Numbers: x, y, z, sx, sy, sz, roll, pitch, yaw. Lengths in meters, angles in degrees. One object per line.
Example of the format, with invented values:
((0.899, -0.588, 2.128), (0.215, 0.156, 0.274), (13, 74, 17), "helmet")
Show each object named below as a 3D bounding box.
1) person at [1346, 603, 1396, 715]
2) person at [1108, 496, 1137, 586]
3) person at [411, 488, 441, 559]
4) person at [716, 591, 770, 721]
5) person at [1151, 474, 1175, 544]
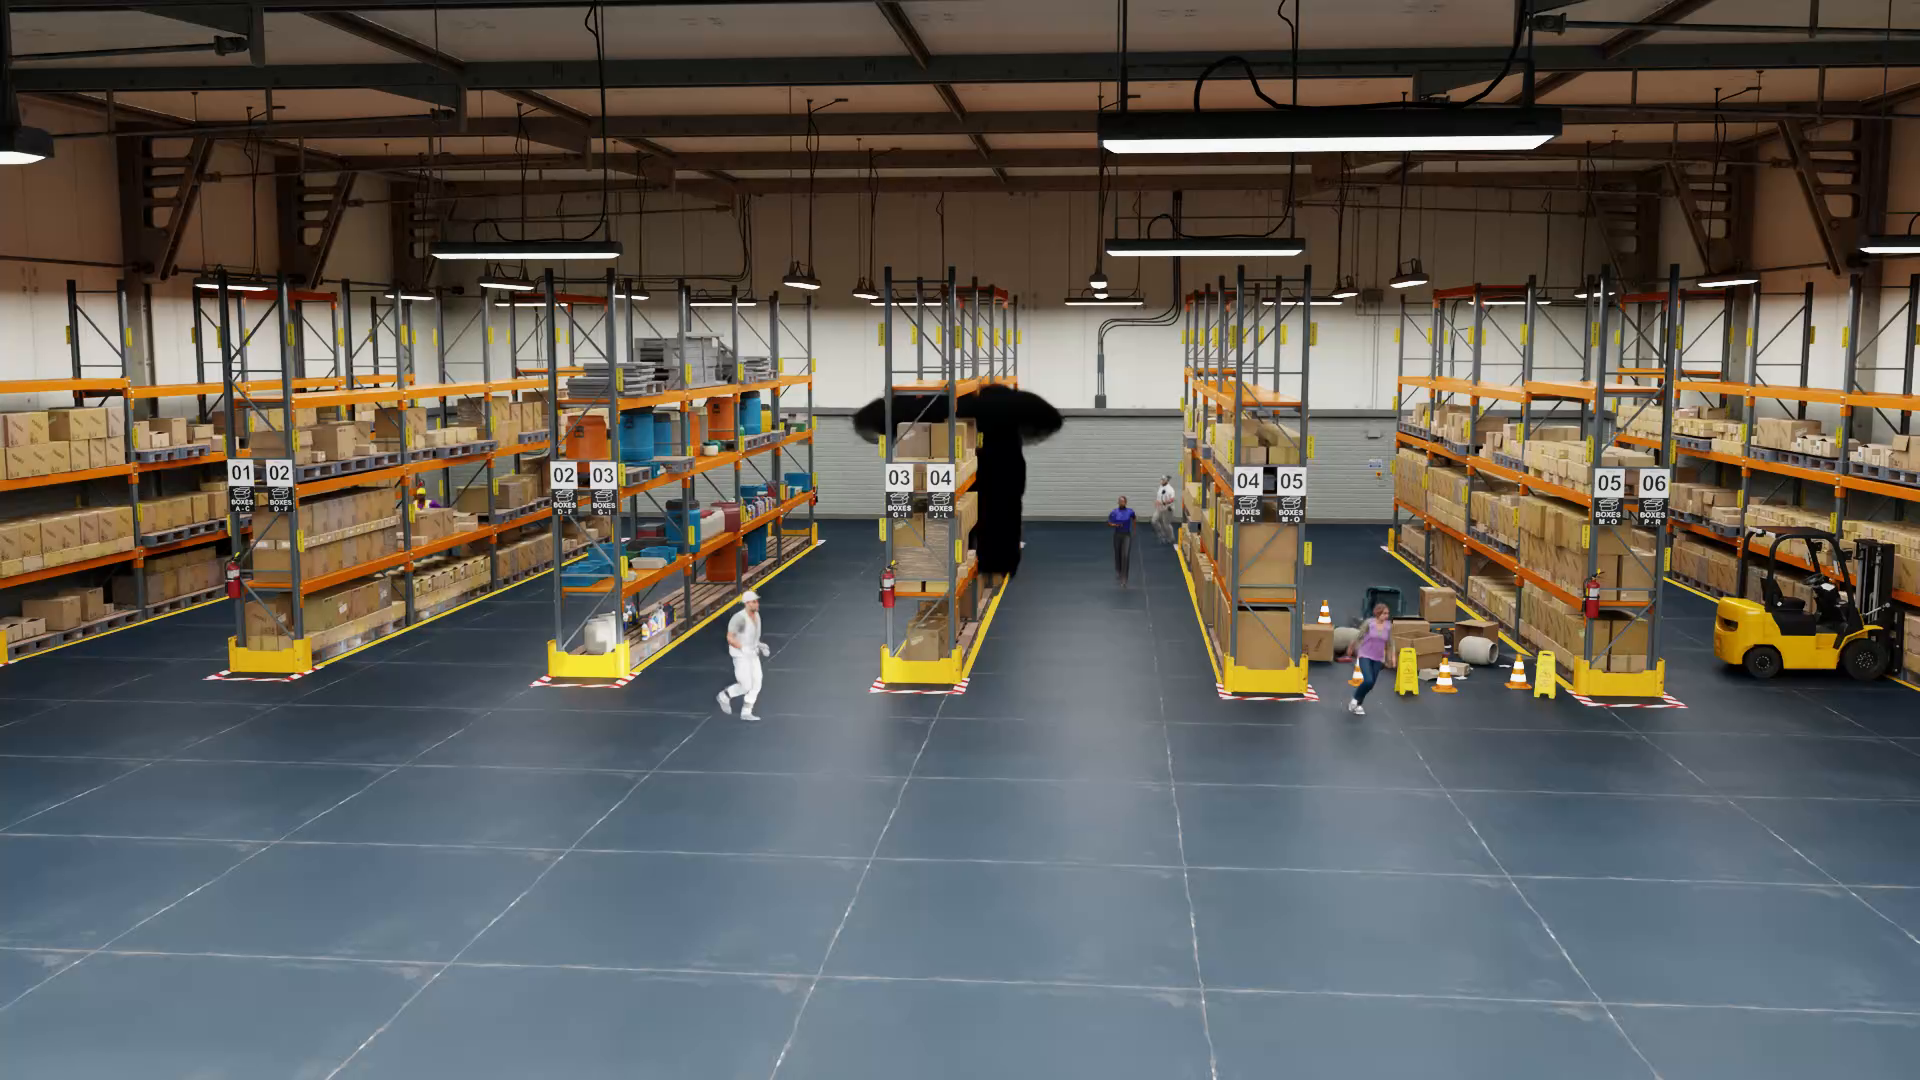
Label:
((5.455, 1.577, 22.003), (0.529, 1.538, 0.662), (-2, 7, -17), "person")
((3.156, -0.004, 32.356), (0.555, 1.725, 0.829), (1, 7, 5), "person")
((-11.585, -0.227, 35.916), (0.654, 1.811, 0.833), (2, 7, 13), "person")
((-2.874, 1.514, 21.815), (0.713, 1.733, 0.654), (4, 8, 31), "person")
((5.013, -0.723, 40.355), (0.701, 1.804, 0.659), (-3, 8, -25), "person")
